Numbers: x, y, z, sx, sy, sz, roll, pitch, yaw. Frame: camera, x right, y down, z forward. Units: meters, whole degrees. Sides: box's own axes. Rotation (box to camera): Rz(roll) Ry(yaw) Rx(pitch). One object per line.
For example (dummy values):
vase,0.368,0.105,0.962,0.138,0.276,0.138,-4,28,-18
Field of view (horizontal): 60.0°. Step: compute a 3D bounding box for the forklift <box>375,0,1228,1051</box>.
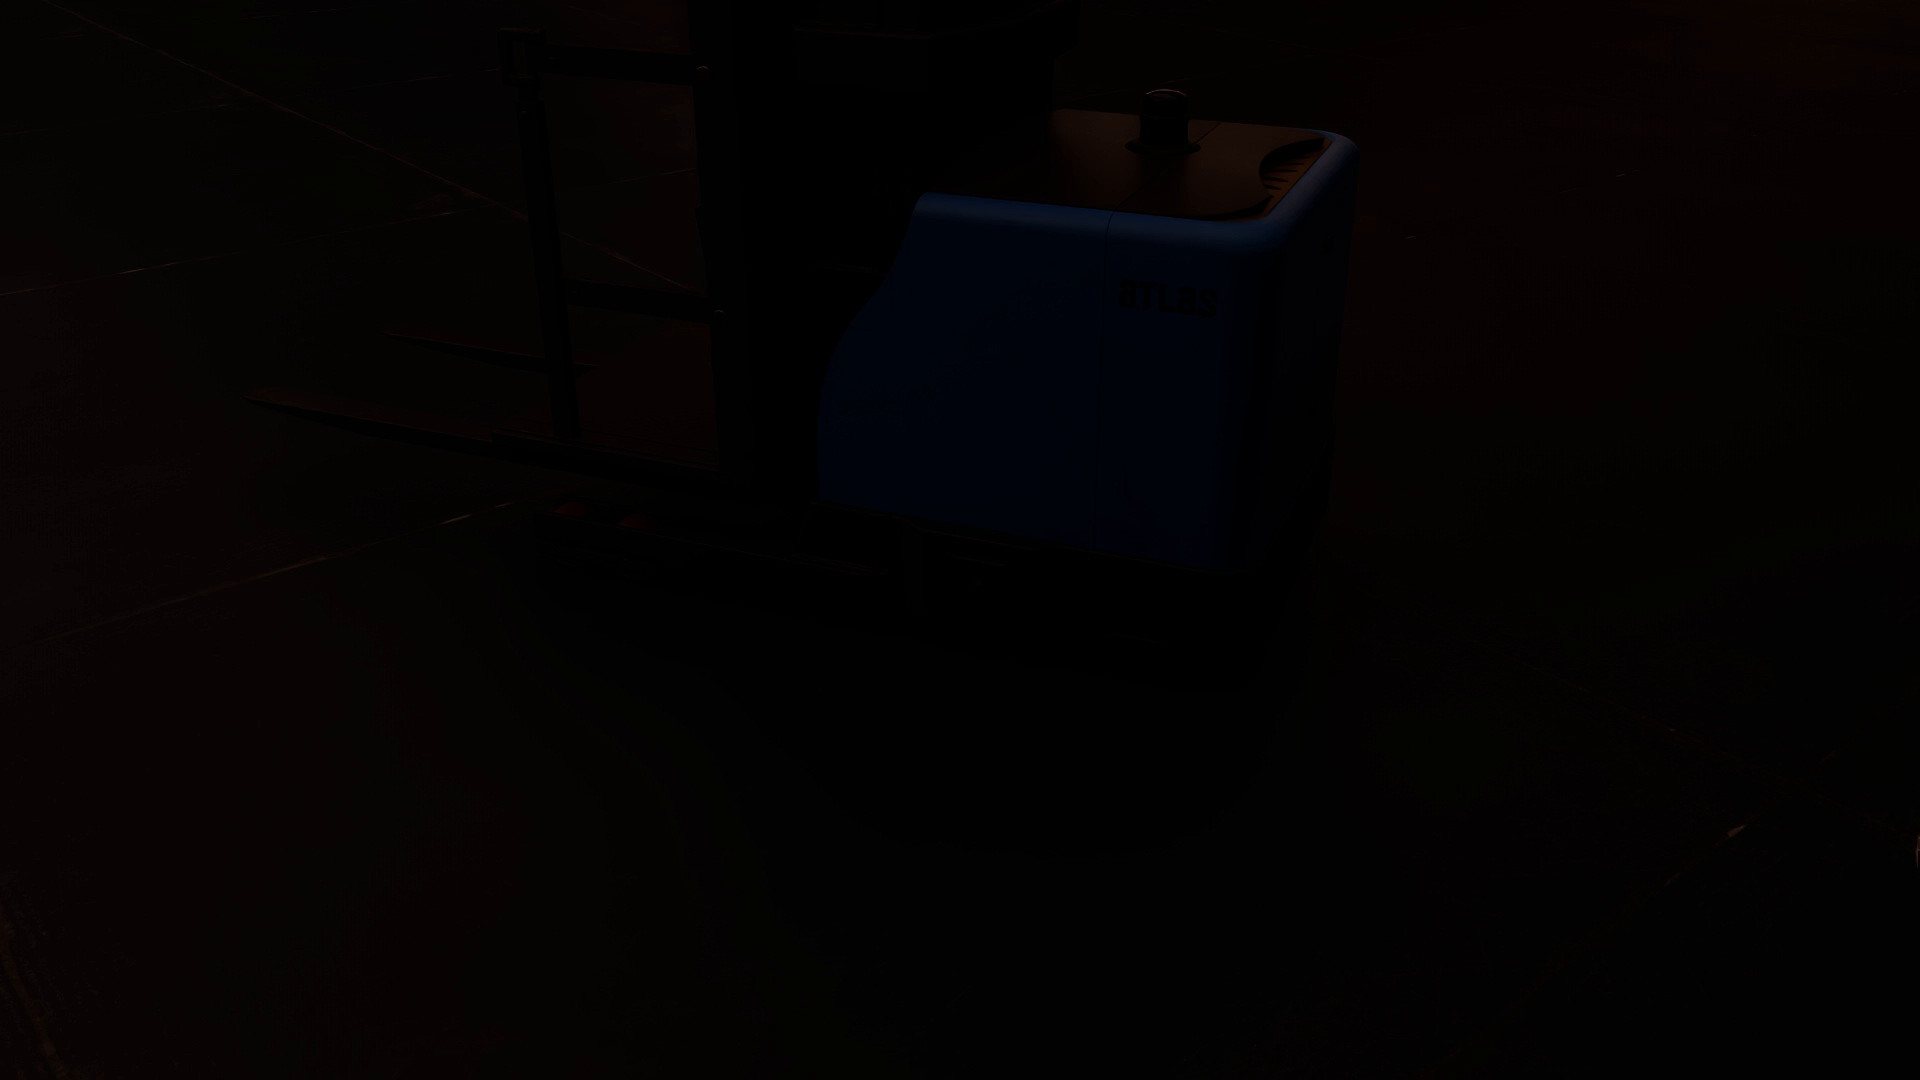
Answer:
forklift,-0.168,-1.042,3.303,1.130,2.935,3.031,8,27,15
